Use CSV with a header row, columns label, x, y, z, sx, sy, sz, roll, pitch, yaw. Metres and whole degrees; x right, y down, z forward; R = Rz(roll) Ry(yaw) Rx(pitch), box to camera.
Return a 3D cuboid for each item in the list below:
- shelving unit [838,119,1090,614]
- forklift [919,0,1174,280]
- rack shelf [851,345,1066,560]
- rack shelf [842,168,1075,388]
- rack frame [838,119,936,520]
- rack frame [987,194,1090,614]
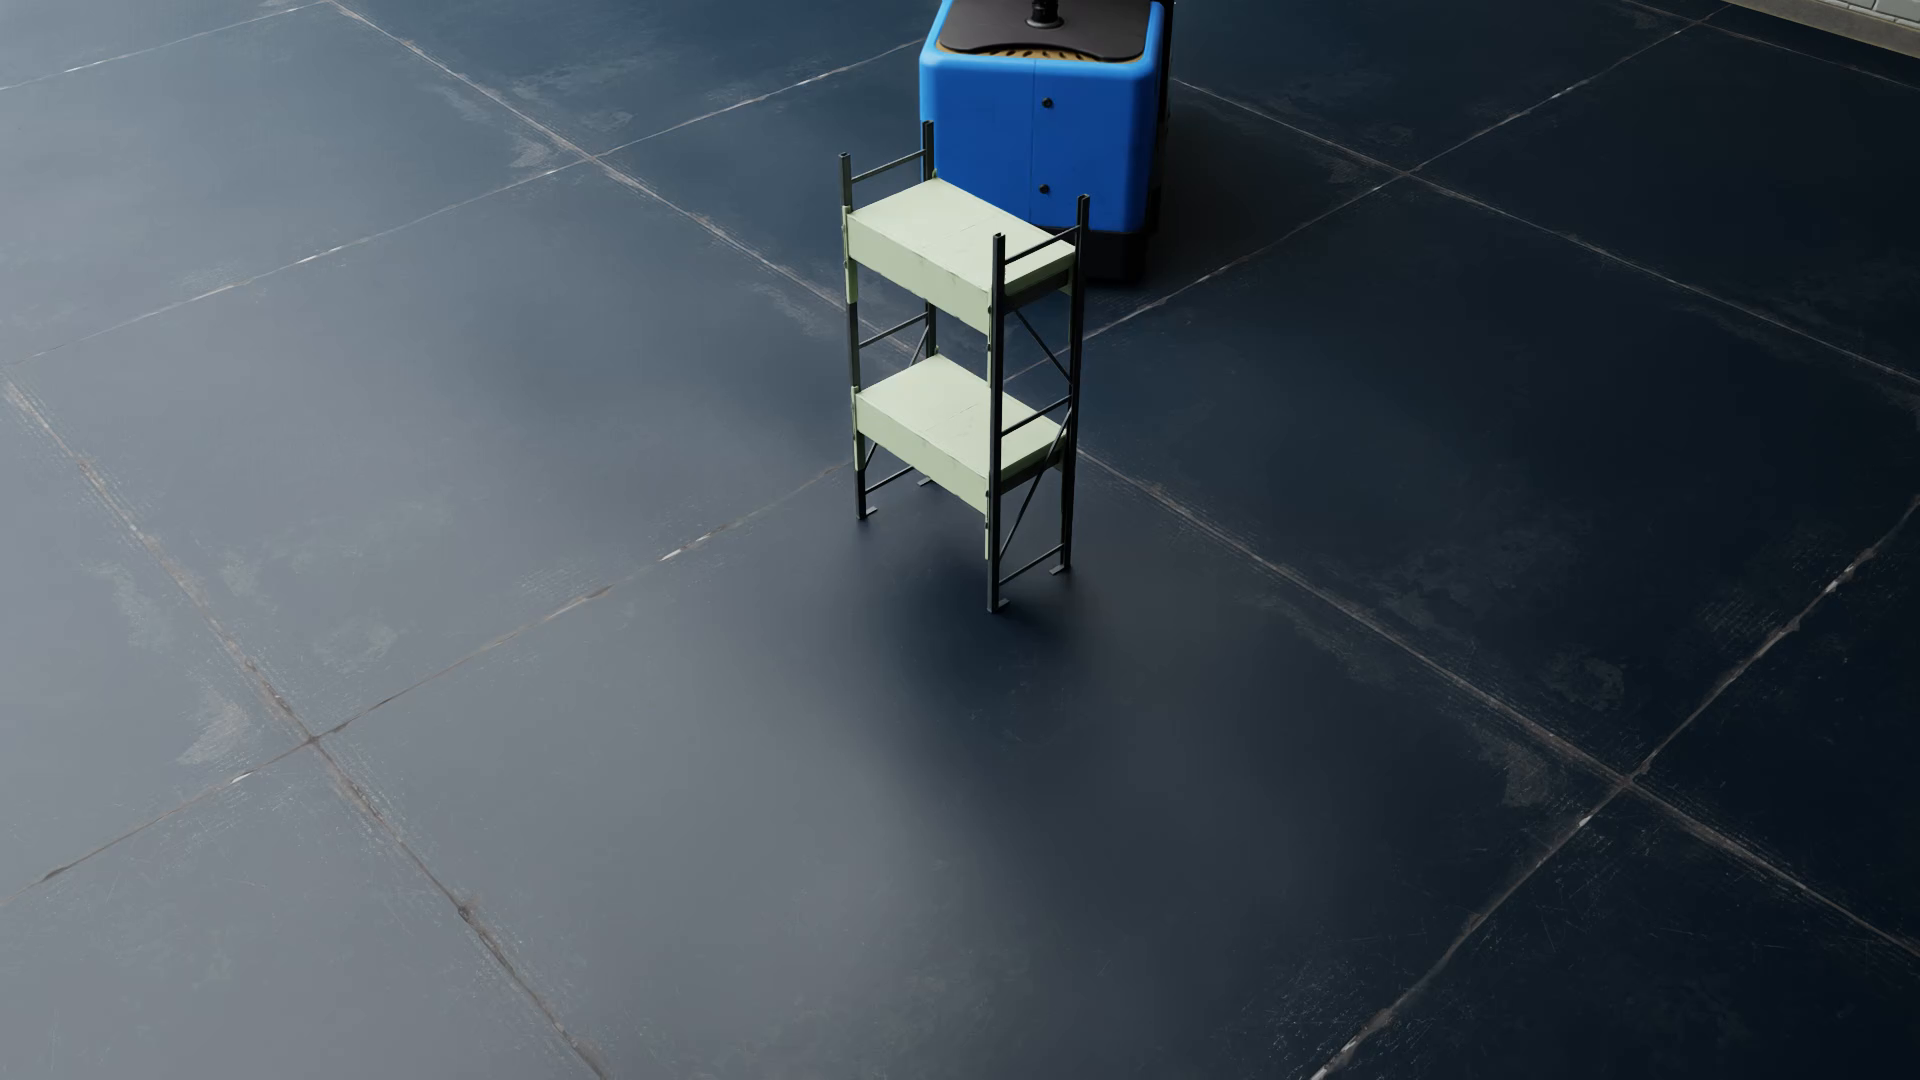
label,x,y,z,sx,sy,sz,roll,pitch,yaw
shelving unit,0.005,-0.580,5.775,0.431,1.500,0.755,-30,48,-32
forklift,0.537,-3.253,7.945,1.130,2.935,3.031,5,39,7
rack shelf,0.005,-0.327,5.980,0.431,0.370,0.720,-30,48,-32
rack shelf,0.005,-0.884,5.530,0.431,0.370,0.720,-30,48,-32
rack frame,-0.243,-0.750,5.985,0.400,1.500,0.023,-30,48,-32
rack frame,0.252,-0.411,5.565,0.400,1.500,0.023,-30,48,-32
